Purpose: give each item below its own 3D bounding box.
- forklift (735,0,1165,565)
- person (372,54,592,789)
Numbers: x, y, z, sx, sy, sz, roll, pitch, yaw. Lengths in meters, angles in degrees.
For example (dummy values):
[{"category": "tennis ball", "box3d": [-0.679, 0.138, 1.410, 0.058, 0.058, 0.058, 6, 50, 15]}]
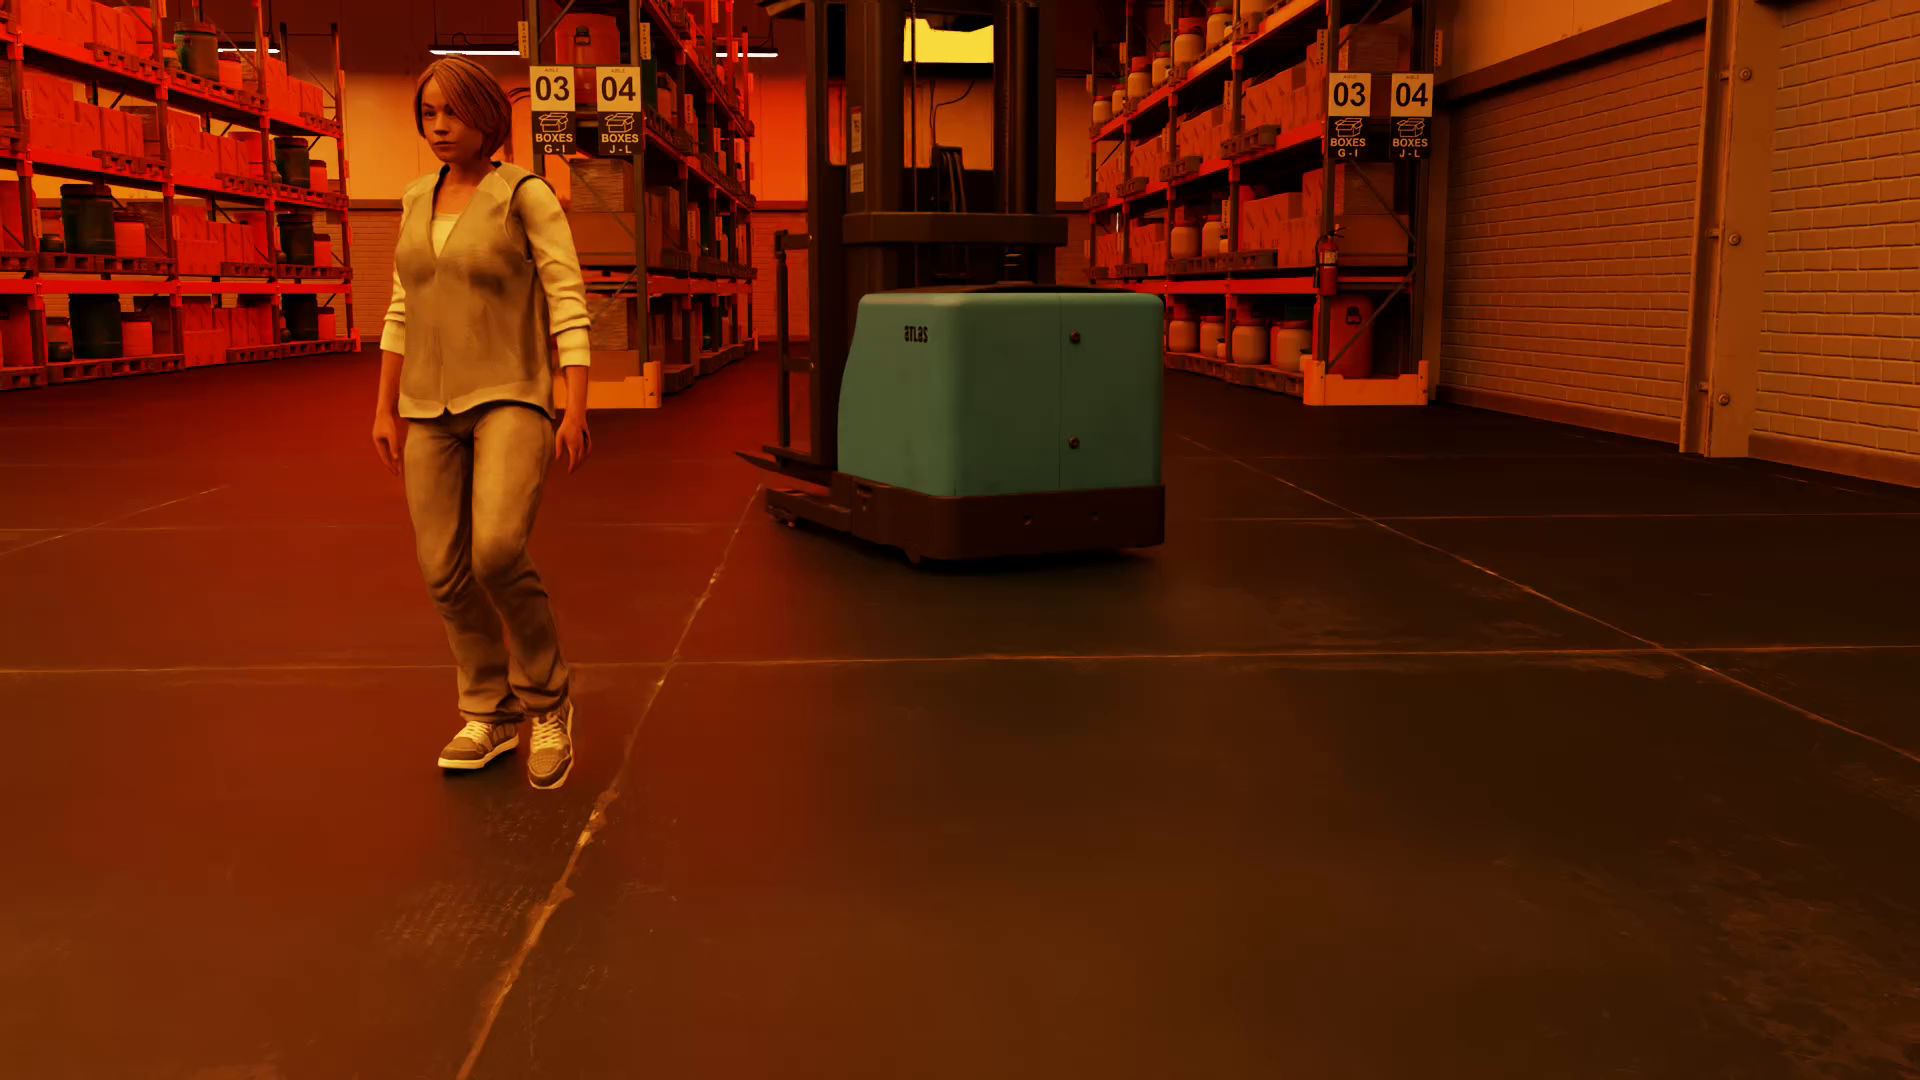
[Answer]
[{"category": "forklift", "box3d": [-0.264, -1.530, 7.637, 1.130, 2.935, 3.031, -4, 9, -25]}, {"category": "person", "box3d": [-1.075, -0.250, 3.665, 0.518, 1.589, 0.445, 2, 9, 15]}]
